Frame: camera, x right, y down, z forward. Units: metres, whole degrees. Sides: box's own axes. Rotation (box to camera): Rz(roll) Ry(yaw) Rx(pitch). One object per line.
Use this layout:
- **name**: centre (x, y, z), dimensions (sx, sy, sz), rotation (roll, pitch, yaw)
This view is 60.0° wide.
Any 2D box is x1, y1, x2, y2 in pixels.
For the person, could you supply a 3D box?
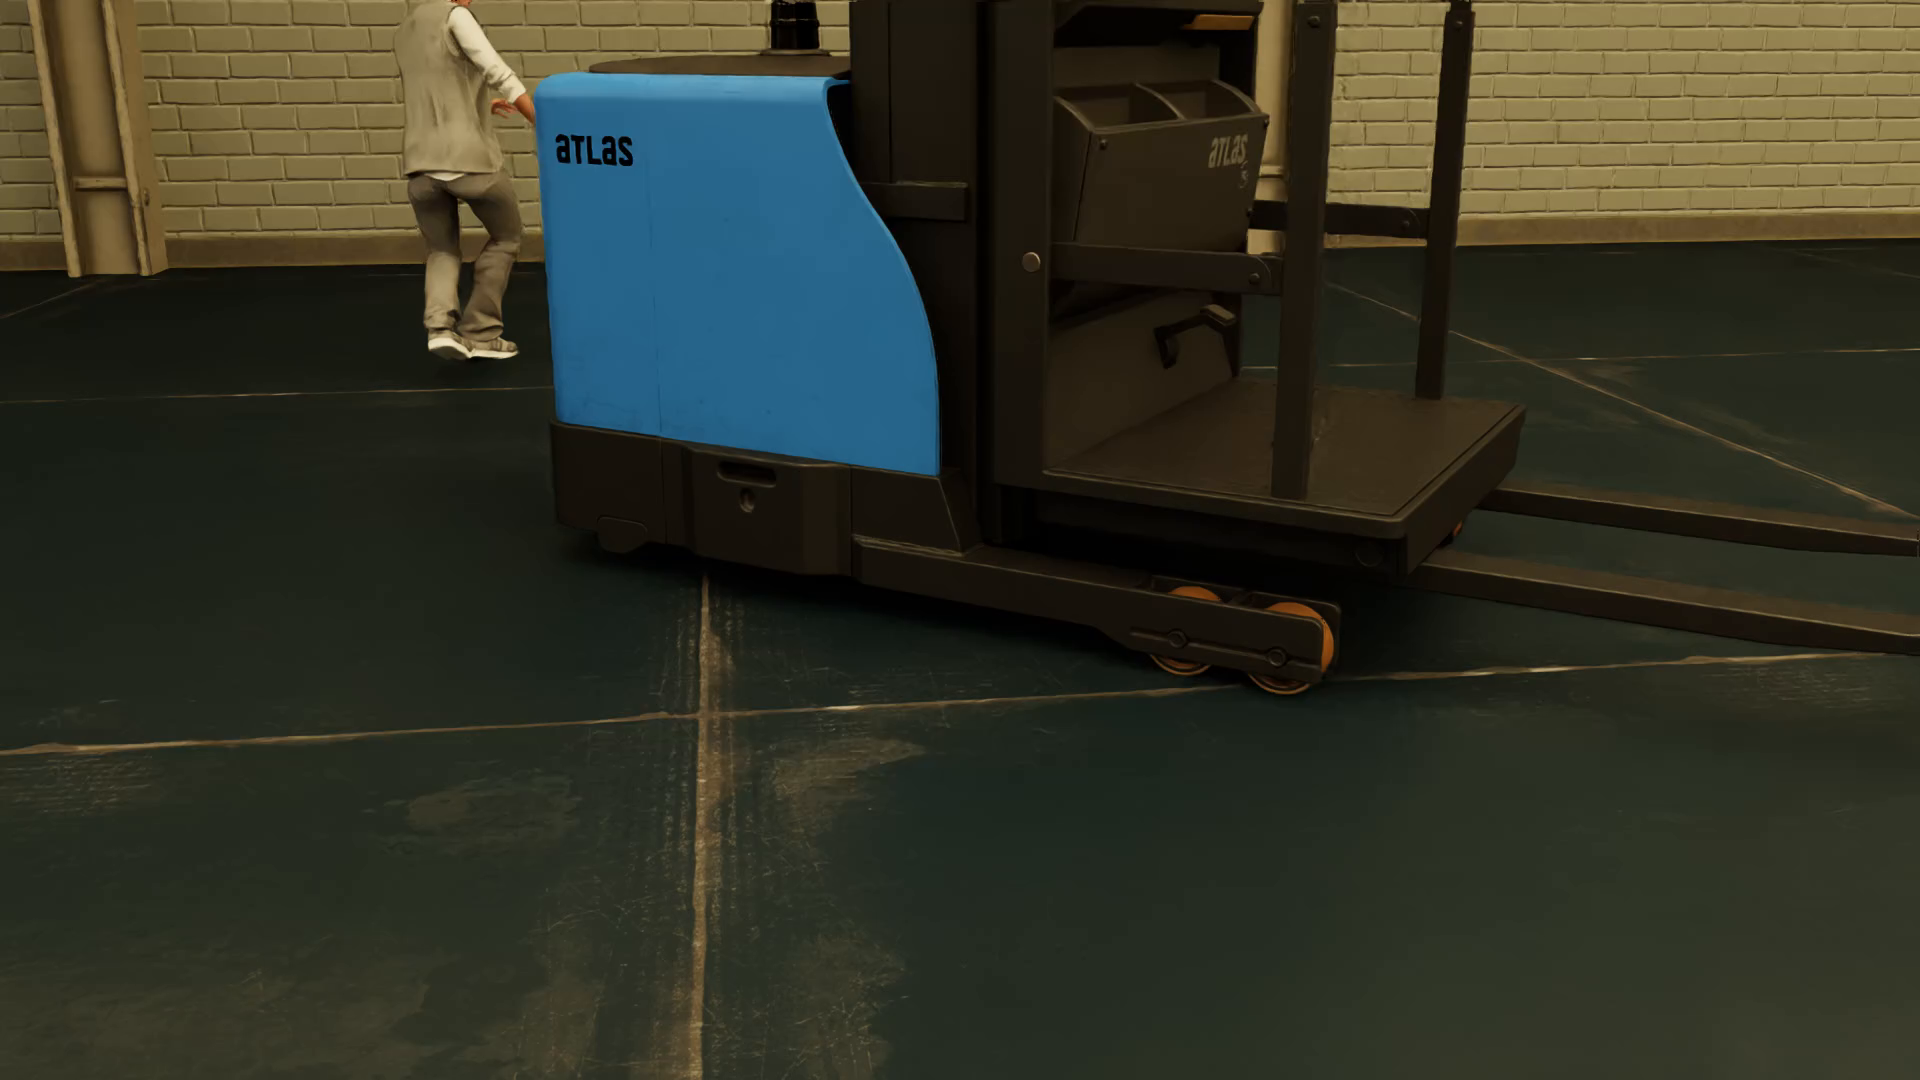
- **person**: centre (-1.661, -1.335, 5.883), dimensions (0.744, 1.474, 0.775), rotation (6, 18, 18)

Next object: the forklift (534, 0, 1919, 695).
- **forklift**: centre (0.597, -1.296, 3.186), dimensions (3.031, 2.935, 1.130), rotation (9, 19, 28)
